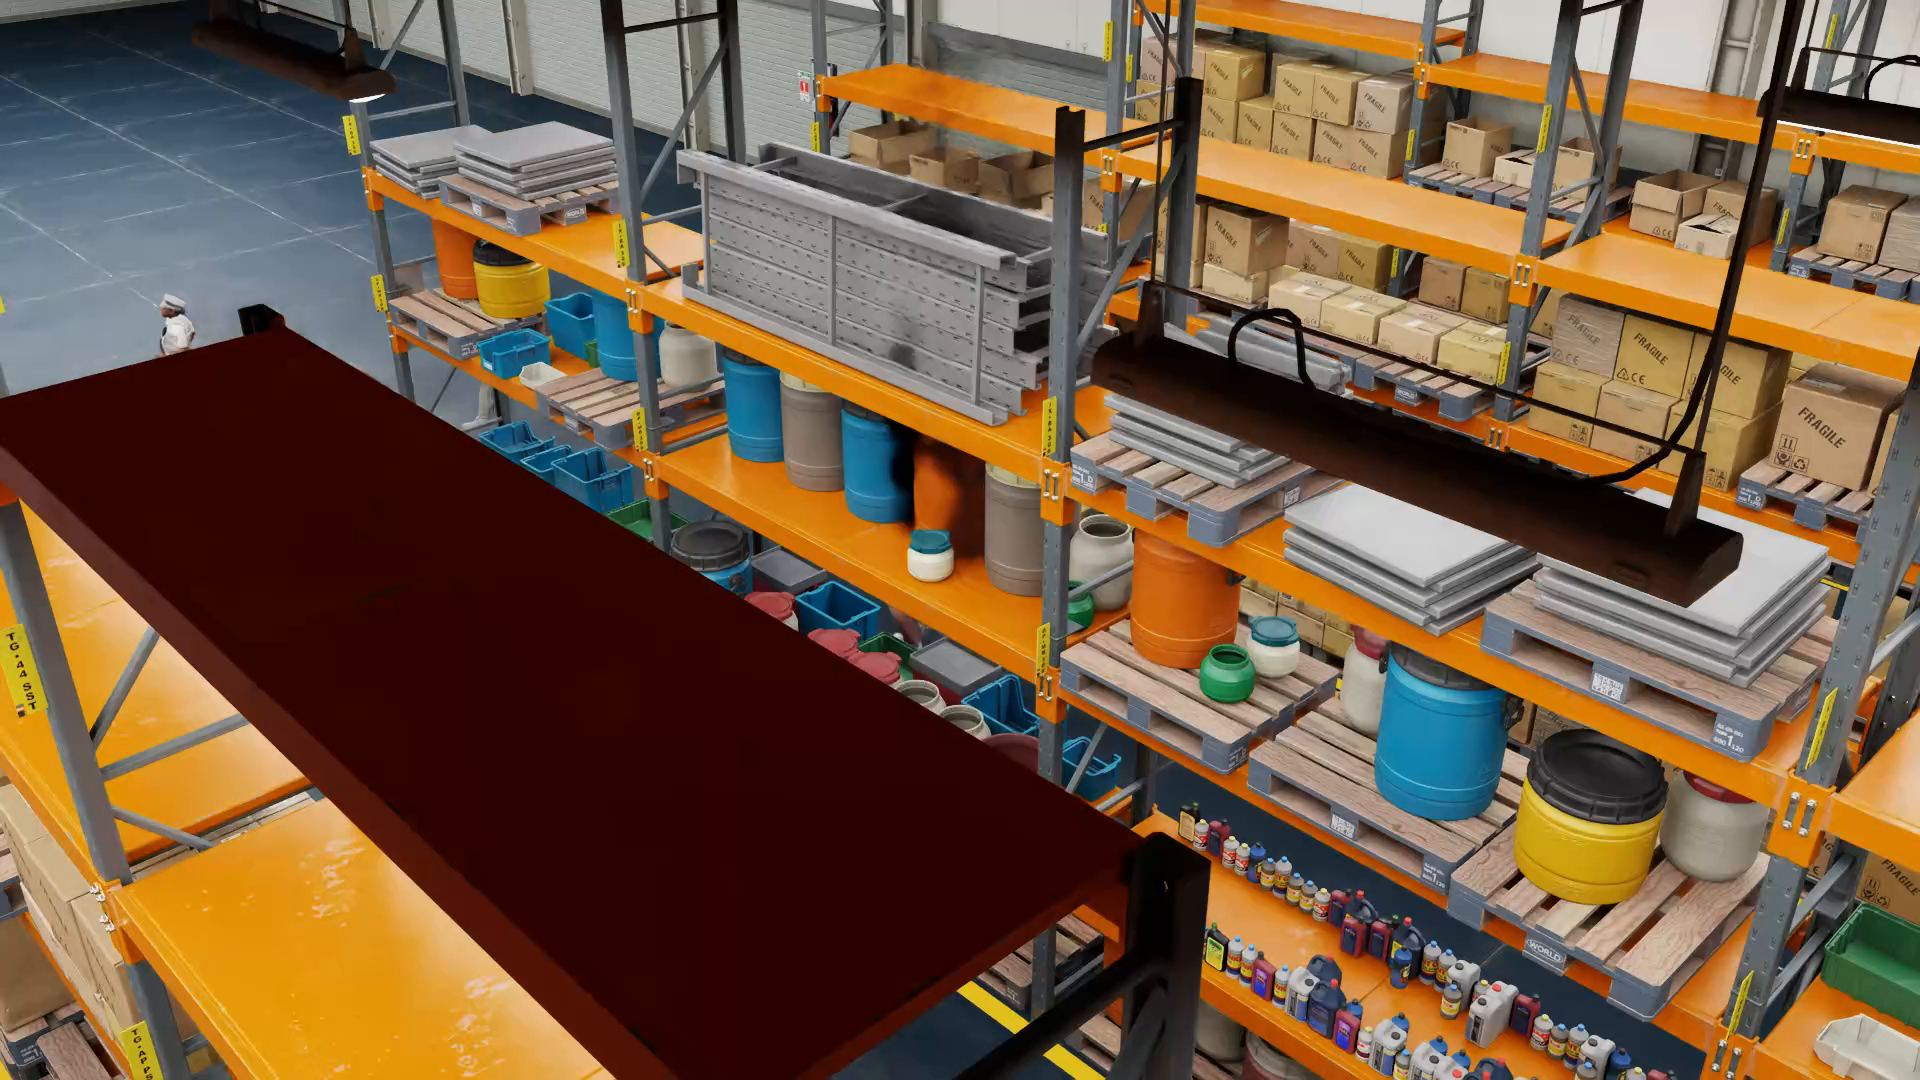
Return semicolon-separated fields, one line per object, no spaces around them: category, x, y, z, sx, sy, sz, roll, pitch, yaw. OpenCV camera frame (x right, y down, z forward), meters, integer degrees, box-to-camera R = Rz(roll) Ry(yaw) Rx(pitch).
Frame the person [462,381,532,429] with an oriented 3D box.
person;-5.320;-2.057;18.924;0.890;1.656;0.630;-9;29;-16

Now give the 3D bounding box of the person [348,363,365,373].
person;-6.109;-0.993;16.901;0.766;1.734;0.616;-3;28;-5

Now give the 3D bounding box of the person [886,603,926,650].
person;-0.538;0.208;14.755;0.533;1.617;0.580;21;34;33

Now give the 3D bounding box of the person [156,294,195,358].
person;-8.777;-2.002;18.841;0.681;1.655;0.581;-10;30;-17
